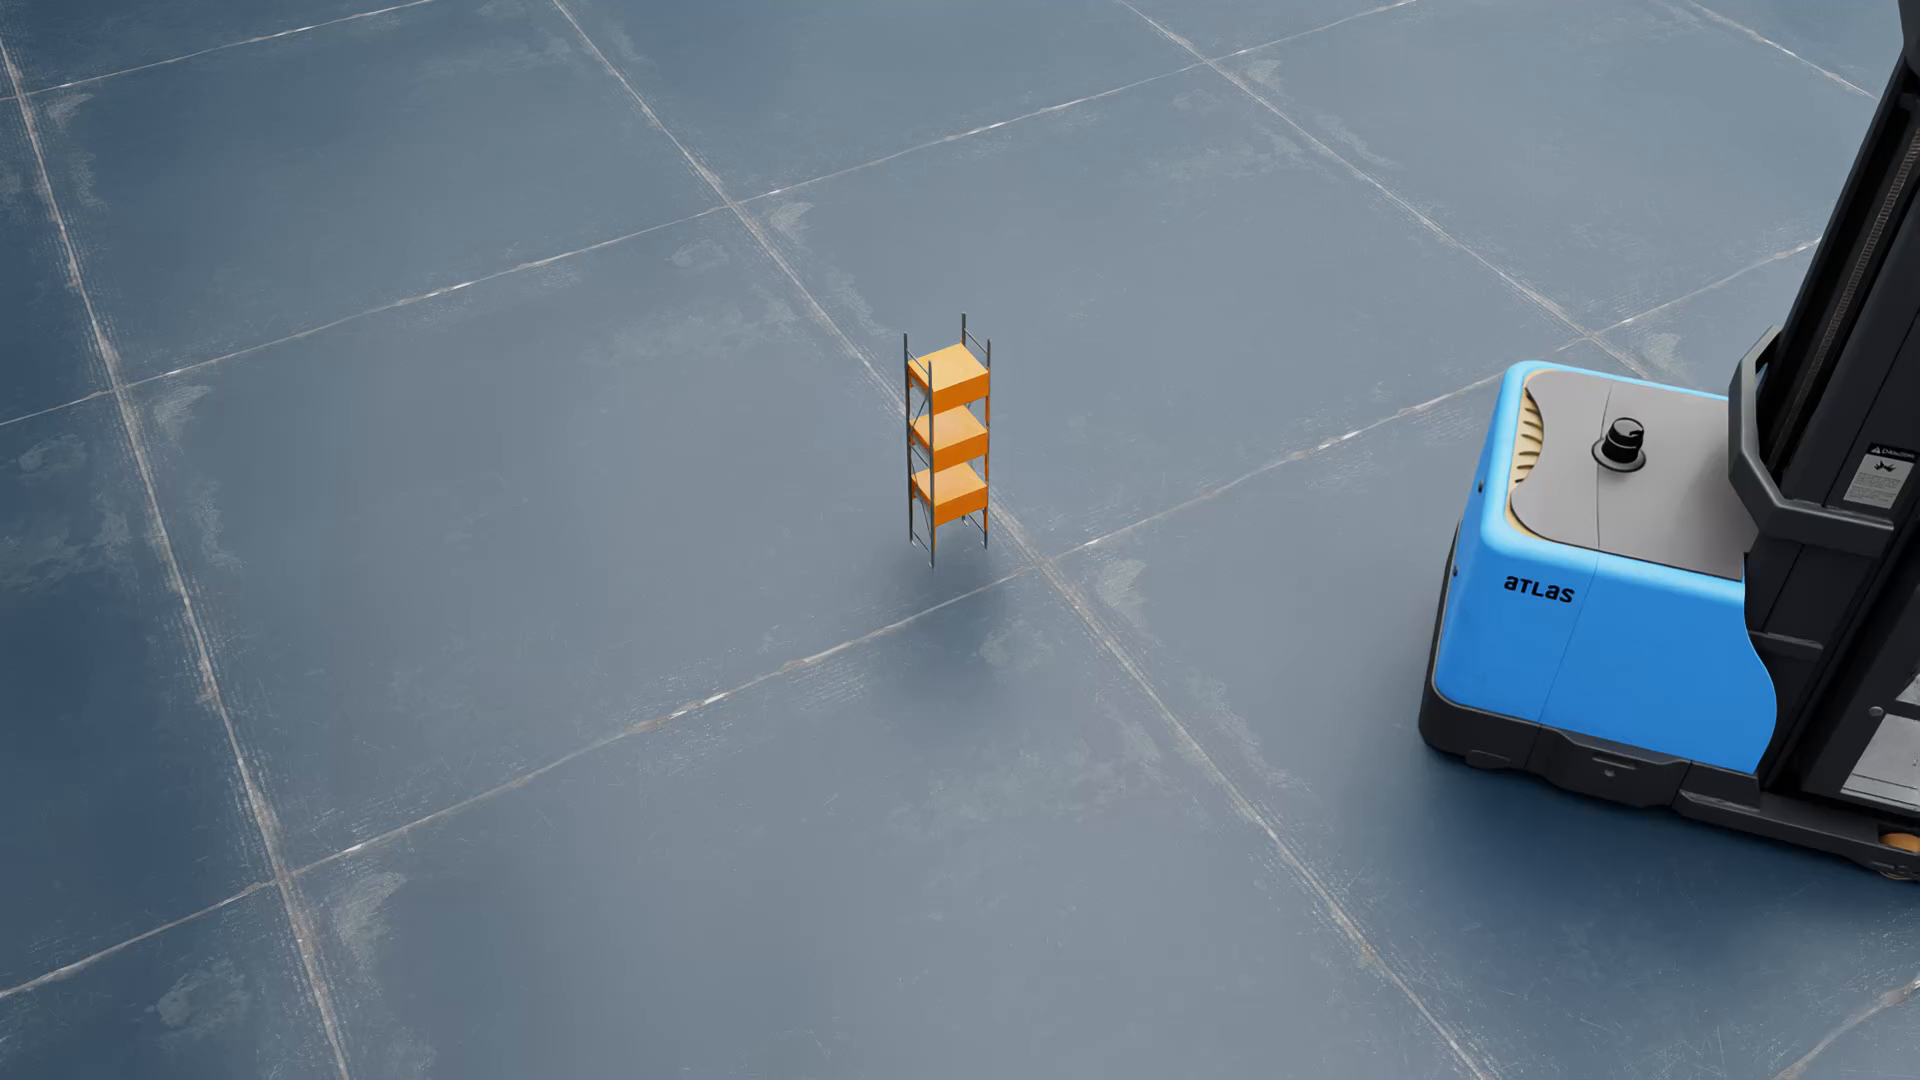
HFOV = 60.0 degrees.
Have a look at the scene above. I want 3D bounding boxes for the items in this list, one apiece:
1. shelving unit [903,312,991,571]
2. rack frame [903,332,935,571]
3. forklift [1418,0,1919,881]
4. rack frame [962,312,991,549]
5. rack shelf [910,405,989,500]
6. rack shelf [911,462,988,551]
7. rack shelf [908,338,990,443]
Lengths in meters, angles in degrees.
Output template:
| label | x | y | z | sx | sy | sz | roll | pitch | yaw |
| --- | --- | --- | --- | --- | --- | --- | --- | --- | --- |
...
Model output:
| label | x | y | z | sx | sy | sz | roll | pitch | yaw |
| --- | --- | --- | --- | --- | --- | --- | --- | --- | --- |
| shelving unit | -0.046 | -0.358 | 6.365 | 0.252 | 1.050 | 0.215 | -22 | 48 | -21 |
| rack frame | -0.152 | -0.316 | 6.322 | 0.008 | 1.050 | 0.200 | -22 | 48 | -21 |
| forklift | 3.216 | -0.289 | 4.944 | 3.031 | 2.935 | 1.130 | 13 | 46 | 13 |
| rack frame | 0.059 | -0.401 | 6.409 | 0.008 | 1.050 | 0.200 | -22 | 48 | -21 |
| rack shelf | -0.046 | -0.351 | 6.373 | 0.240 | 0.259 | 0.215 | -22 | 48 | -21 |
| rack shelf | -0.046 | -0.151 | 6.566 | 0.240 | 0.259 | 0.215 | -22 | 48 | -21 |
| rack shelf | -0.046 | -0.554 | 6.175 | 0.240 | 0.259 | 0.215 | -22 | 48 | -21 |
